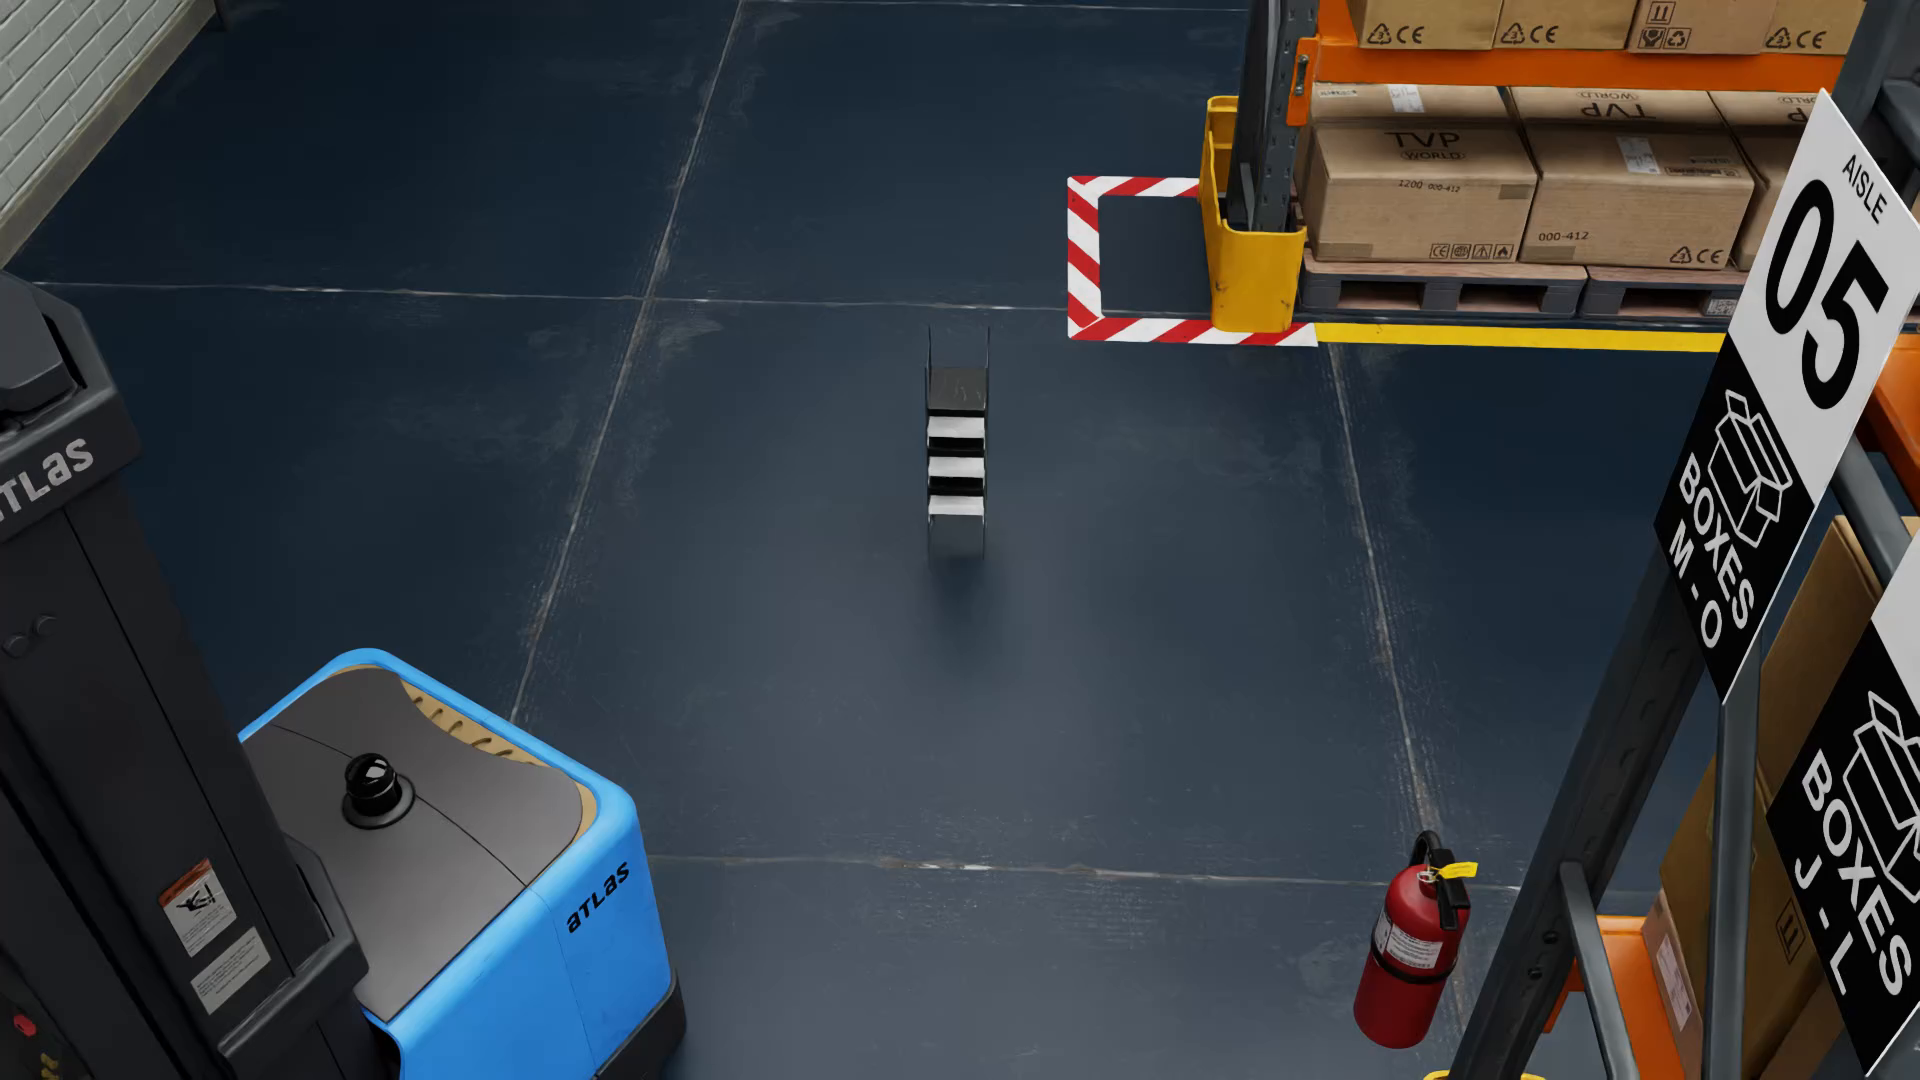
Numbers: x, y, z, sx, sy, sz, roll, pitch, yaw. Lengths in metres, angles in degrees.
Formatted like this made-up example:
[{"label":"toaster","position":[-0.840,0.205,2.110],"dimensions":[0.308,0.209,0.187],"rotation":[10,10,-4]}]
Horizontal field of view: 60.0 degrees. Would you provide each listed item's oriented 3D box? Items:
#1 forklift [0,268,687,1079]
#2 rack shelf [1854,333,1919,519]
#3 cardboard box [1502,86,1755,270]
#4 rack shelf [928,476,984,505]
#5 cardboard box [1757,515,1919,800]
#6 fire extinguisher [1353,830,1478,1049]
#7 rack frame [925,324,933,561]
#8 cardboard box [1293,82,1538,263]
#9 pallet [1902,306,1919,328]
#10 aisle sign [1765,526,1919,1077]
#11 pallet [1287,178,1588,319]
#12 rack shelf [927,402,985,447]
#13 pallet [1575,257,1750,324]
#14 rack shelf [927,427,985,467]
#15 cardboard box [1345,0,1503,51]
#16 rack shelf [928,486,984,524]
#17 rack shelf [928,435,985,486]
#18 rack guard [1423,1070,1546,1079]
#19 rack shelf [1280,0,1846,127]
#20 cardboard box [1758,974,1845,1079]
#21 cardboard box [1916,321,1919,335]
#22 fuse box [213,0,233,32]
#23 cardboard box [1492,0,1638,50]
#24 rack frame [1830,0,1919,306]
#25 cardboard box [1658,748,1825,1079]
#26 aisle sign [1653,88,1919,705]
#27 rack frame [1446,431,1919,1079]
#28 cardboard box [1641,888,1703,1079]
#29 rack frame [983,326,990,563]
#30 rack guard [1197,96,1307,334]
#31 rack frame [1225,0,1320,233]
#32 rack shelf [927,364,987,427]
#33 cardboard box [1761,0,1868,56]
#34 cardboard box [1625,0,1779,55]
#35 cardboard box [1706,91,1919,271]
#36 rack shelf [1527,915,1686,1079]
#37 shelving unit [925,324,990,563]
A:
[{"label":"forklift","position":[-2.000,0.993,3.034],"dimensions":[1.130,2.935,3.031],"rotation":[24,48,24]},{"label":"rack shelf","position":[3.195,0.206,2.155],"dimensions":[4.000,0.370,1.077],"rotation":[2,43,2]},{"label":"cardboard box","position":[2.897,-1.636,7.378],"dimensions":[0.875,0.438,0.875],"rotation":[3,43,3]},{"label":"rack shelf","position":[-0.008,-0.239,6.028],"dimensions":[0.200,0.077,0.258],"rotation":[2,43,2]},{"label":"cardboard box","position":[1.665,0.312,2.689],"dimensions":[0.500,0.500,0.500],"rotation":[1,43,1]},{"label":"fire extinguisher","position":[0.966,0.822,3.498],"dimensions":[0.183,0.674,0.296],"rotation":[2,43,2]},{"label":"rack frame","position":[-0.110,-0.333,5.947],"dimensions":[0.006,0.900,0.240],"rotation":[2,43,2]},{"label":"cardboard box","position":[1.982,-1.659,7.402],"dimensions":[0.875,0.438,0.875],"rotation":[0,43,0]},{"label":"pallet","position":[4.558,-1.328,7.521],"dimensions":[1.213,0.211,1.003],"rotation":[2,43,2]},{"label":"aisle sign","position":[1.110,0.230,1.896],"dimensions":[0.004,0.787,0.394],"rotation":[2,43,2]},{"label":"pallet","position":[2.121,-1.403,7.602],"dimensions":[1.213,0.211,1.003],"rotation":[2,43,2]},{"label":"rack shelf","position":[-0.008,-0.437,5.844],"dimensions":[0.200,0.077,0.258],"rotation":[2,43,2]},{"label":"pallet","position":[3.336,-1.364,7.559],"dimensions":[1.213,0.211,1.003],"rotation":[2,43,2]},{"label":"rack shelf","position":[-0.008,-0.371,5.905],"dimensions":[0.200,0.077,0.258],"rotation":[2,43,2]},{"label":"cardboard box","position":[1.785,-2.221,6.360],"dimensions":[0.500,0.500,0.500],"rotation":[1,43,2]},{"label":"rack shelf","position":[-0.008,-0.173,6.089],"dimensions":[0.200,0.077,0.258],"rotation":[2,43,2]},{"label":"rack shelf","position":[-0.008,-0.305,5.966],"dimensions":[0.200,0.077,0.258],"rotation":[2,43,2]},{"label":"rack guard","position":[1.273,1.896,3.848],"dimensions":[0.348,0.500,1.175],"rotation":[2,43,2]},{"label":"rack shelf","position":[3.317,-2.070,6.799],"dimensions":[4.000,0.370,1.077],"rotation":[2,43,2]},{"label":"cardboard box","position":[1.633,1.035,2.646],"dimensions":[0.500,0.500,0.500],"rotation":[4,43,4]},{"label":"cardboard box","position":[1.663,-0.230,2.206],"dimensions":[0.500,0.250,0.500],"rotation":[1,43,1]},{"label":"fuse box","position":[-4.075,-3.507,8.759],"dimensions":[0.414,1.711,0.539],"rotation":[2,43,2]},{"label":"cardboard box","position":[2.292,-2.225,6.364],"dimensions":[0.500,0.500,0.500],"rotation":[1,43,1]},{"label":"rack frame","position":[1.197,-1.216,0.954],"dimensions":[0.127,3.000,1.000],"rotation":[2,43,2]},{"label":"cardboard box","position":[1.657,0.672,3.036],"dimensions":[0.500,0.500,0.500],"rotation":[3,43,3]},{"label":"aisle sign","position":[1.137,-0.179,2.334],"dimensions":[0.004,0.787,0.394],"rotation":[2,43,2]},{"label":"rack frame","position":[1.197,0.979,2.999],"dimensions":[0.127,3.000,1.000],"rotation":[2,43,2]},{"label":"cardboard box","position":[1.535,0.888,3.280],"dimensions":[0.250,0.149,0.380],"rotation":[2,43,2]},{"label":"rack frame","position":[0.093,-0.326,5.940],"dimensions":[0.006,0.900,0.240],"rotation":[2,43,2]},{"label":"rack guard","position":[1.295,-1.481,7.473],"dimensions":[0.348,0.500,1.175],"rotation":[2,43,2]},{"label":"rack frame","position":[1.319,-2.395,6.620],"dimensions":[0.127,3.000,1.000],"rotation":[2,43,2]},{"label":"rack shelf","position":[-0.008,-0.503,5.782],"dimensions":[0.200,0.077,0.258],"rotation":[2,43,2]},{"label":"cardboard box","position":[3.300,-2.193,6.330],"dimensions":[0.500,0.500,0.500],"rotation":[3,43,3]},{"label":"cardboard box","position":[2.799,-2.197,6.334],"dimensions":[0.500,0.500,0.500],"rotation":[2,43,2]},{"label":"cardboard box","position":[3.798,-1.608,7.347],"dimensions":[0.875,0.438,0.875],"rotation":[1,43,1]},{"label":"rack shelf","position":[3.195,1.304,3.178],"dimensions":[4.000,0.370,1.077],"rotation":[2,43,2]},{"label":"shelving unit","position":[-0.008,-0.330,5.944],"dimensions":[0.210,0.900,0.258],"rotation":[2,43,2]}]
